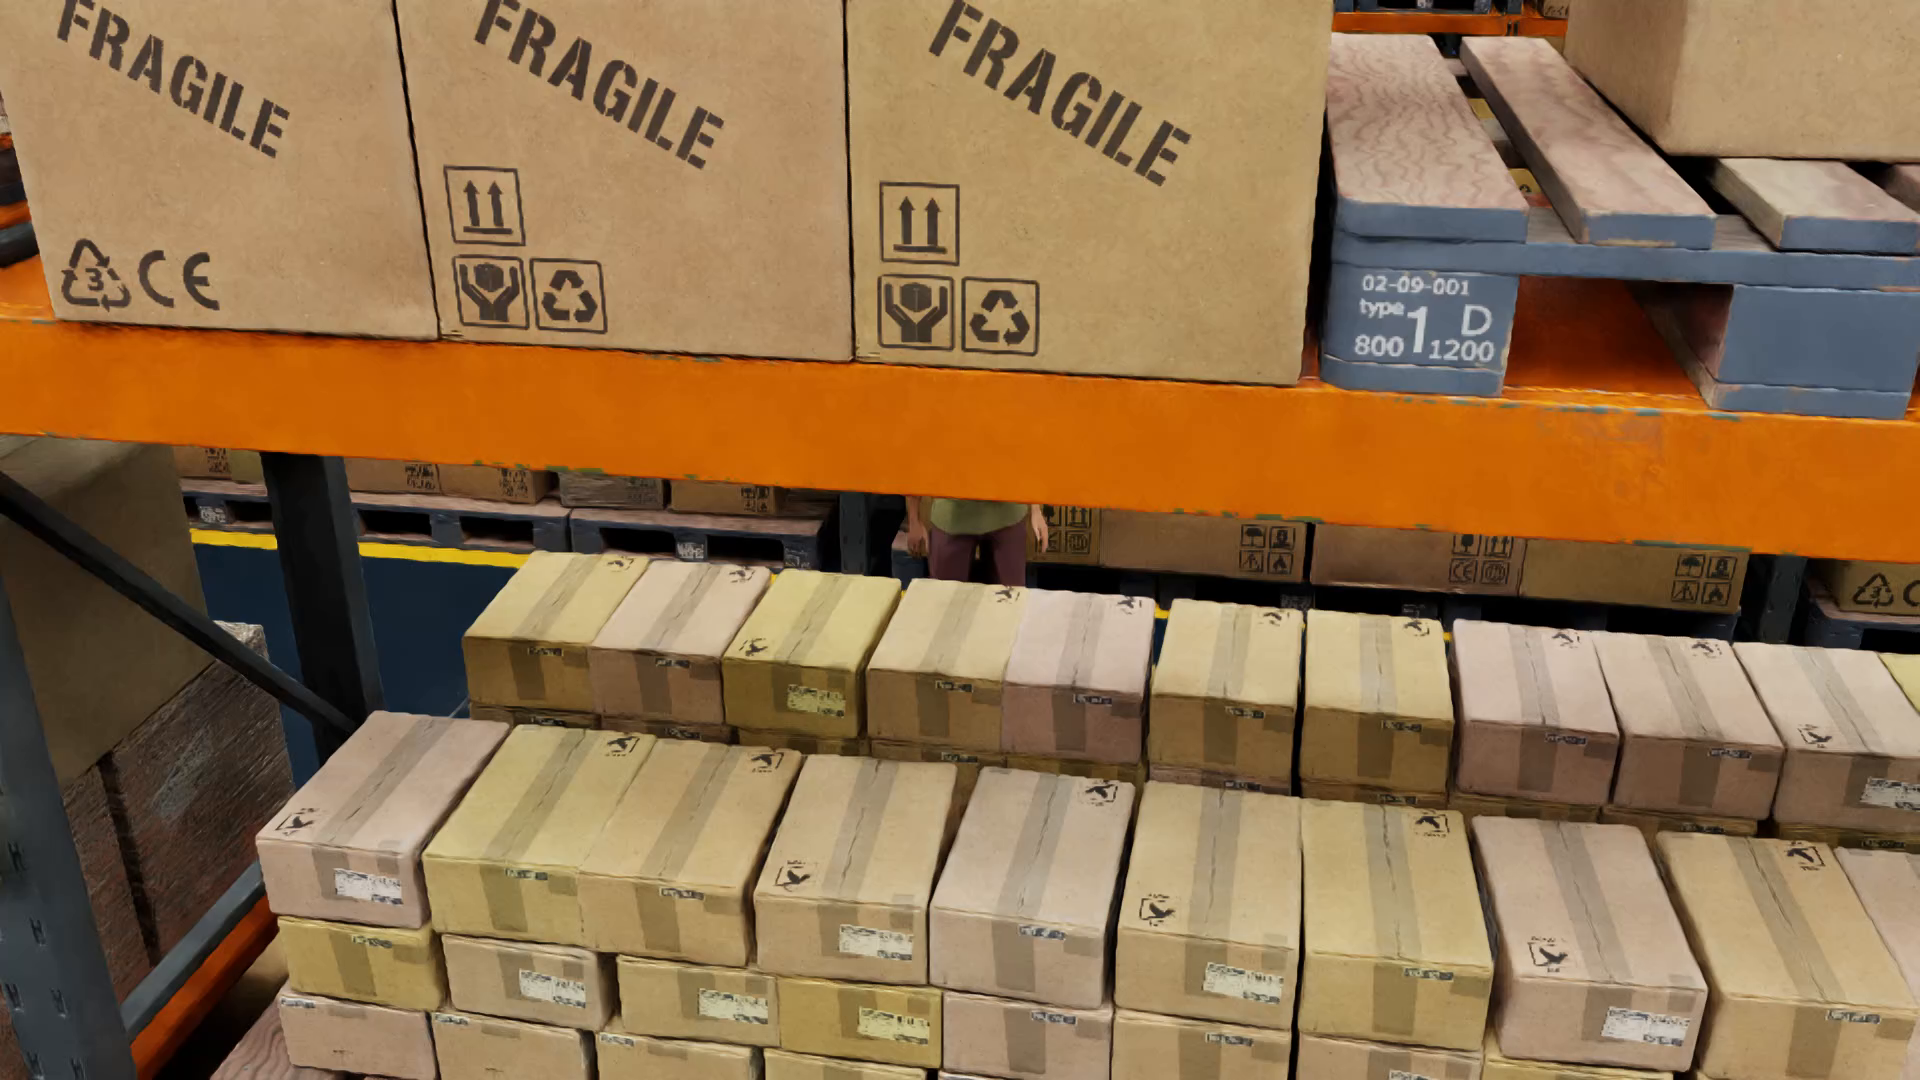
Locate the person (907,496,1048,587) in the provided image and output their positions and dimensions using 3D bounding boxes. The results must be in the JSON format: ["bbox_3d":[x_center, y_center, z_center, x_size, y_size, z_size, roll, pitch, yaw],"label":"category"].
[{"bbox_3d":[0.065,-0.050,6.165,0.518,1.680,0.380,-5,25,-10],"label":"person"}]
